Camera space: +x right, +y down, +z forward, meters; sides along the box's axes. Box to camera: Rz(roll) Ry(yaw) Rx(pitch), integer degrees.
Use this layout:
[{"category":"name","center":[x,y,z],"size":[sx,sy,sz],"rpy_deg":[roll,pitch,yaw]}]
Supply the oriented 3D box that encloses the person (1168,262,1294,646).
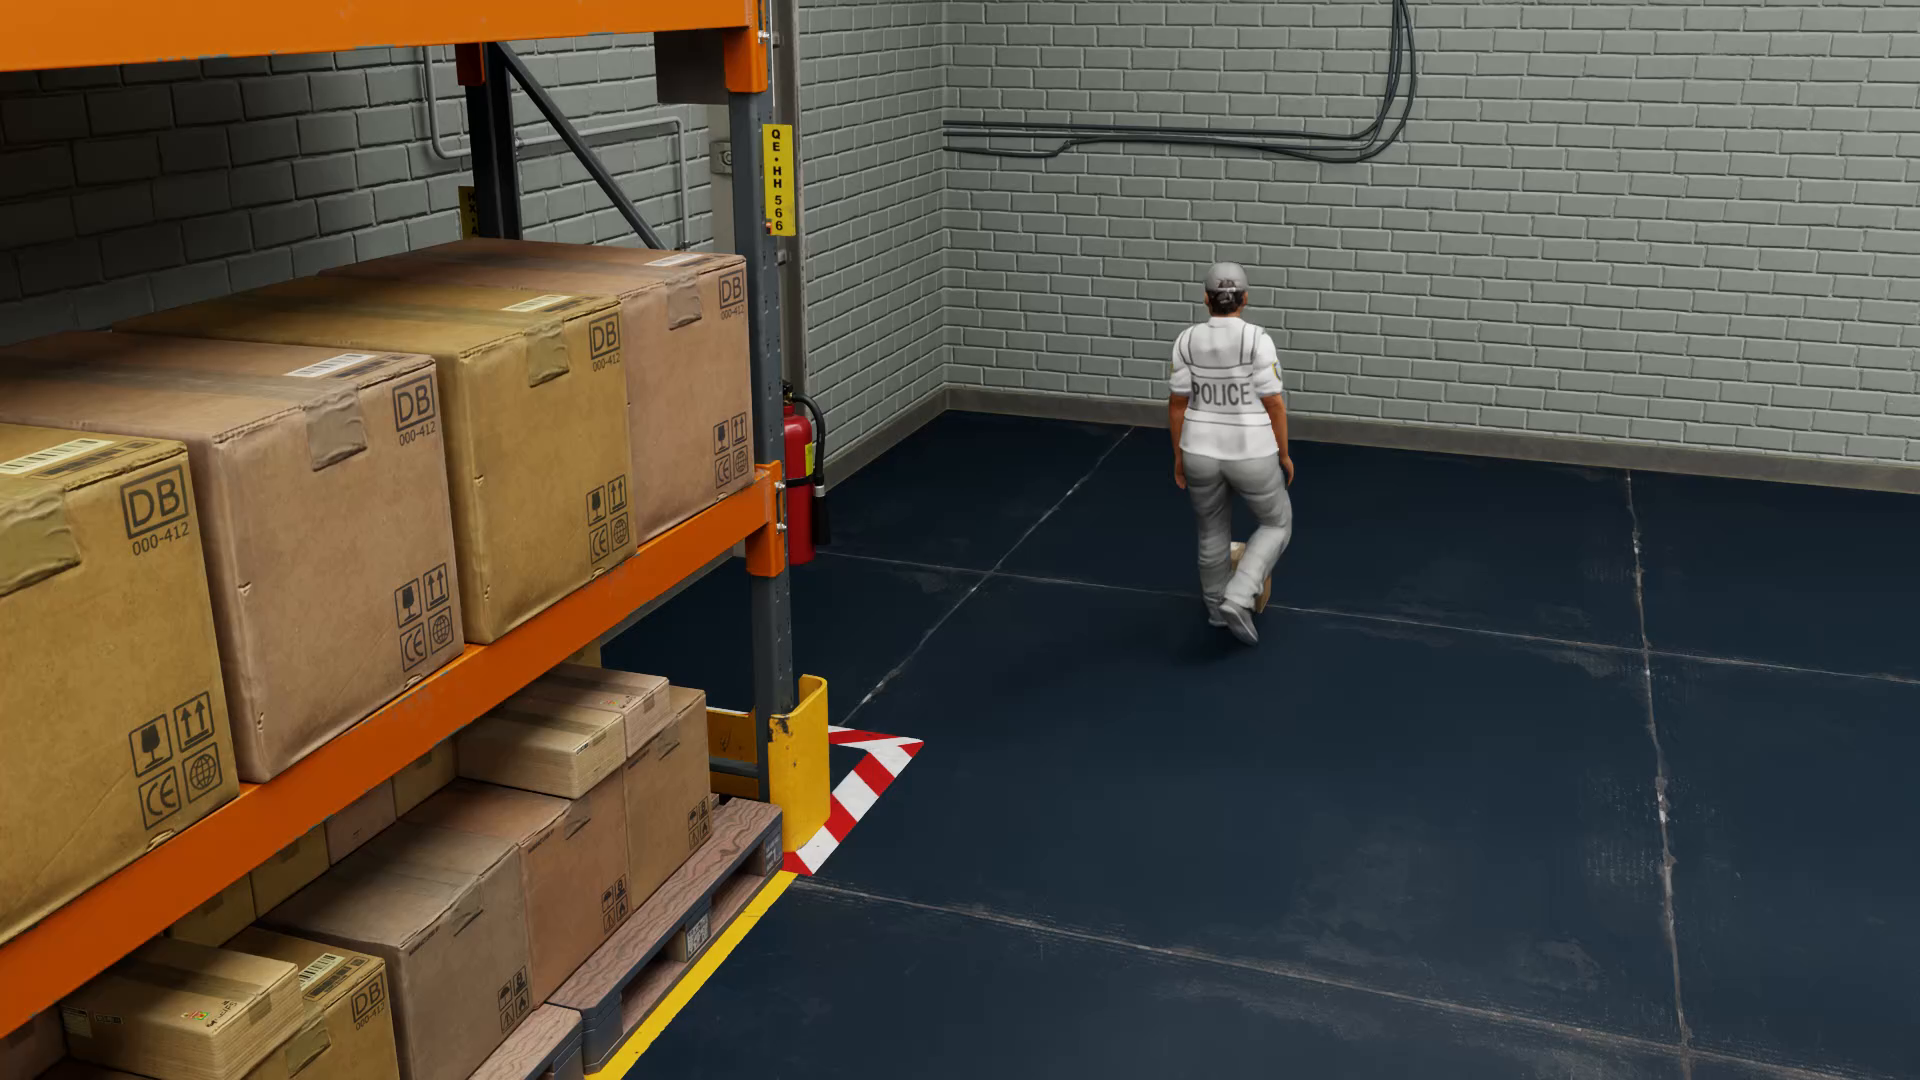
[{"category":"person","center":[1.184,-0.374,7.149],"size":[0.533,1.653,0.602],"rpy_deg":[10,21,26]}]
